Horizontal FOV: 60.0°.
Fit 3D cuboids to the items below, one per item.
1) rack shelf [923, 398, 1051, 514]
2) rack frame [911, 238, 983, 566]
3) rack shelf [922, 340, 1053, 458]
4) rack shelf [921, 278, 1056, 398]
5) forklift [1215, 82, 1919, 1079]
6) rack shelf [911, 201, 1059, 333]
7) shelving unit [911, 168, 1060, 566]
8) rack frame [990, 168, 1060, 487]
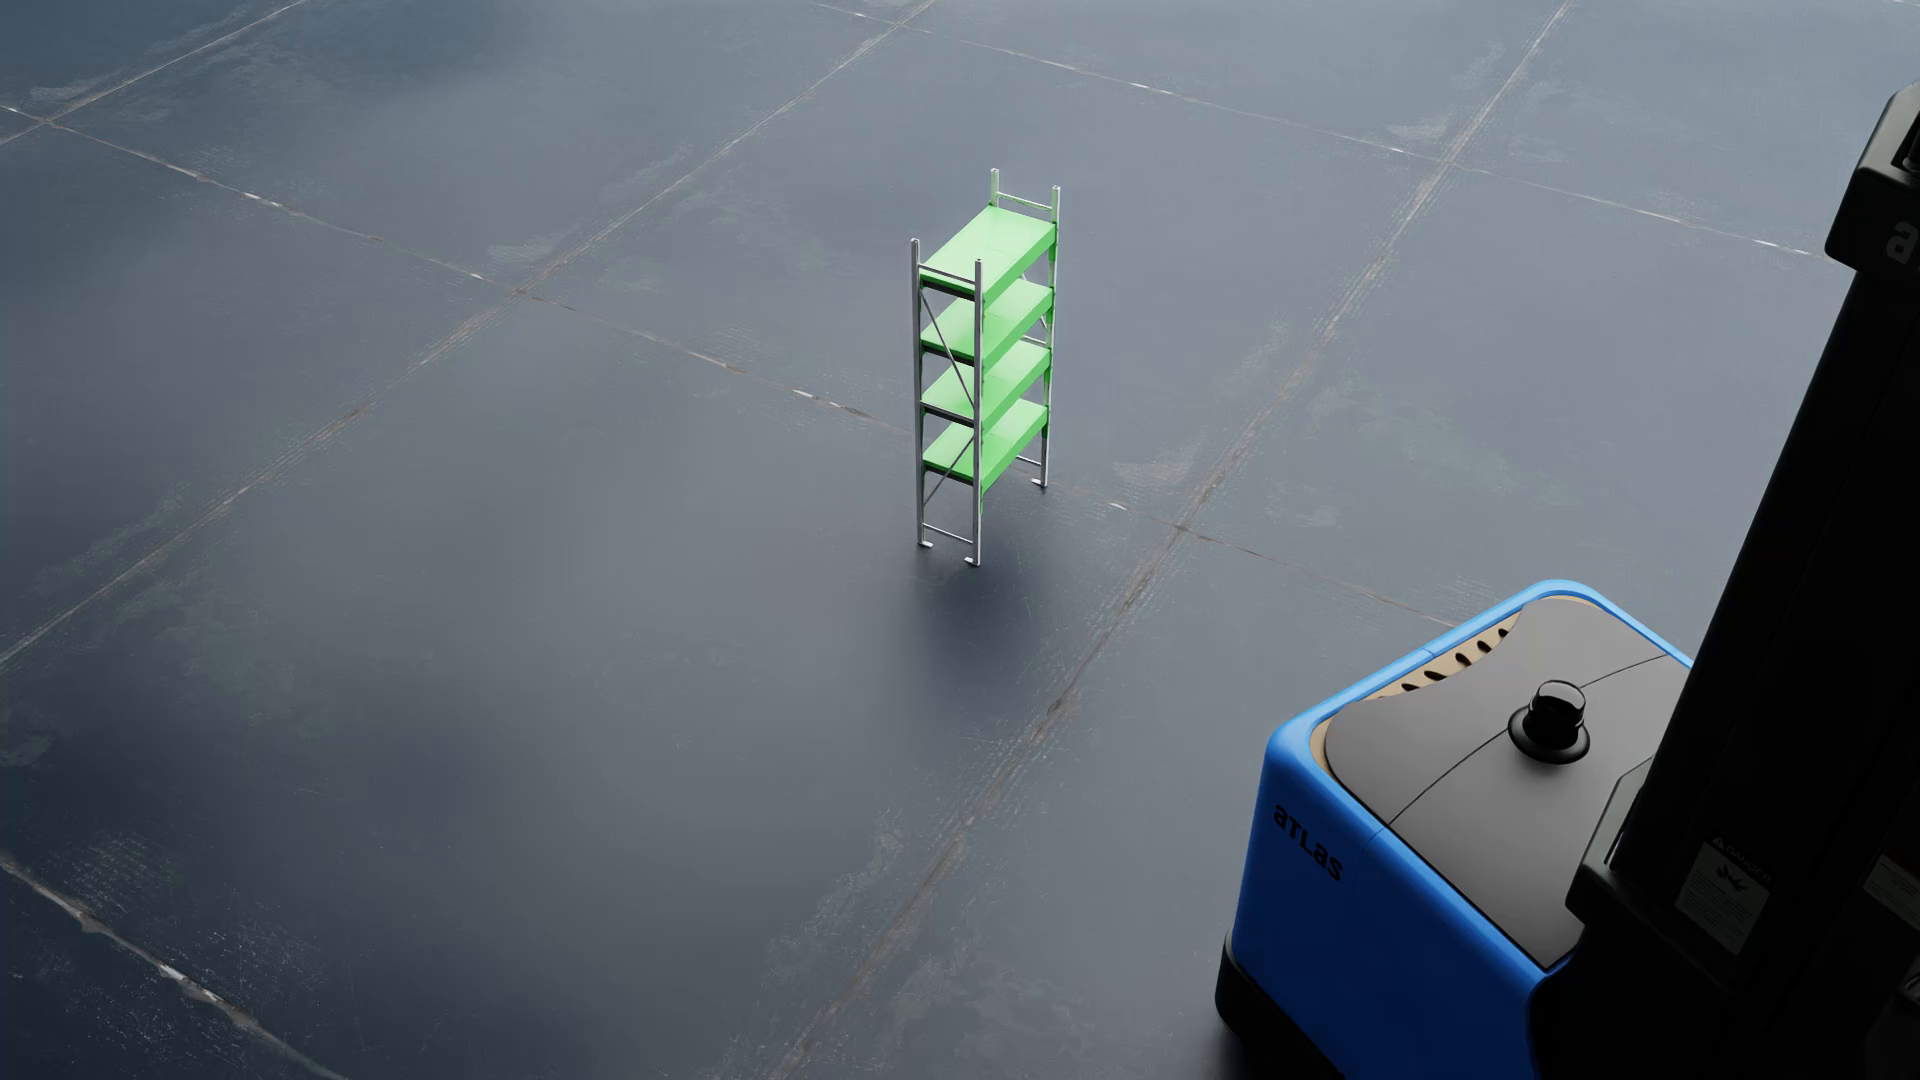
[{"bbox_3d":[0.083,-0.317,5.662,0.258,0.148,0.480,21,45,22],"label":"rack shelf"},{"bbox_3d":[-0.039,-0.405,5.302,0.240,1.200,0.015,21,45,22],"label":"rack frame"},{"bbox_3d":[0.083,-0.497,5.503,0.258,0.148,0.480,21,45,22],"label":"rack shelf"},{"bbox_3d":[0.083,-0.677,5.345,0.258,0.148,0.480,21,45,22],"label":"rack shelf"},{"bbox_3d":[1.897,0.763,2.666,1.130,2.935,3.031,-24,47,-25],"label":"forklift"},{"bbox_3d":[0.083,-0.857,5.186,0.258,0.148,0.480,21,45,22],"label":"rack shelf"},{"bbox_3d":[0.083,-0.545,5.461,0.258,1.200,0.503,21,45,22],"label":"shelving unit"},{"bbox_3d":[0.205,-0.685,5.620,0.240,1.200,0.015,21,45,22],"label":"rack frame"}]
